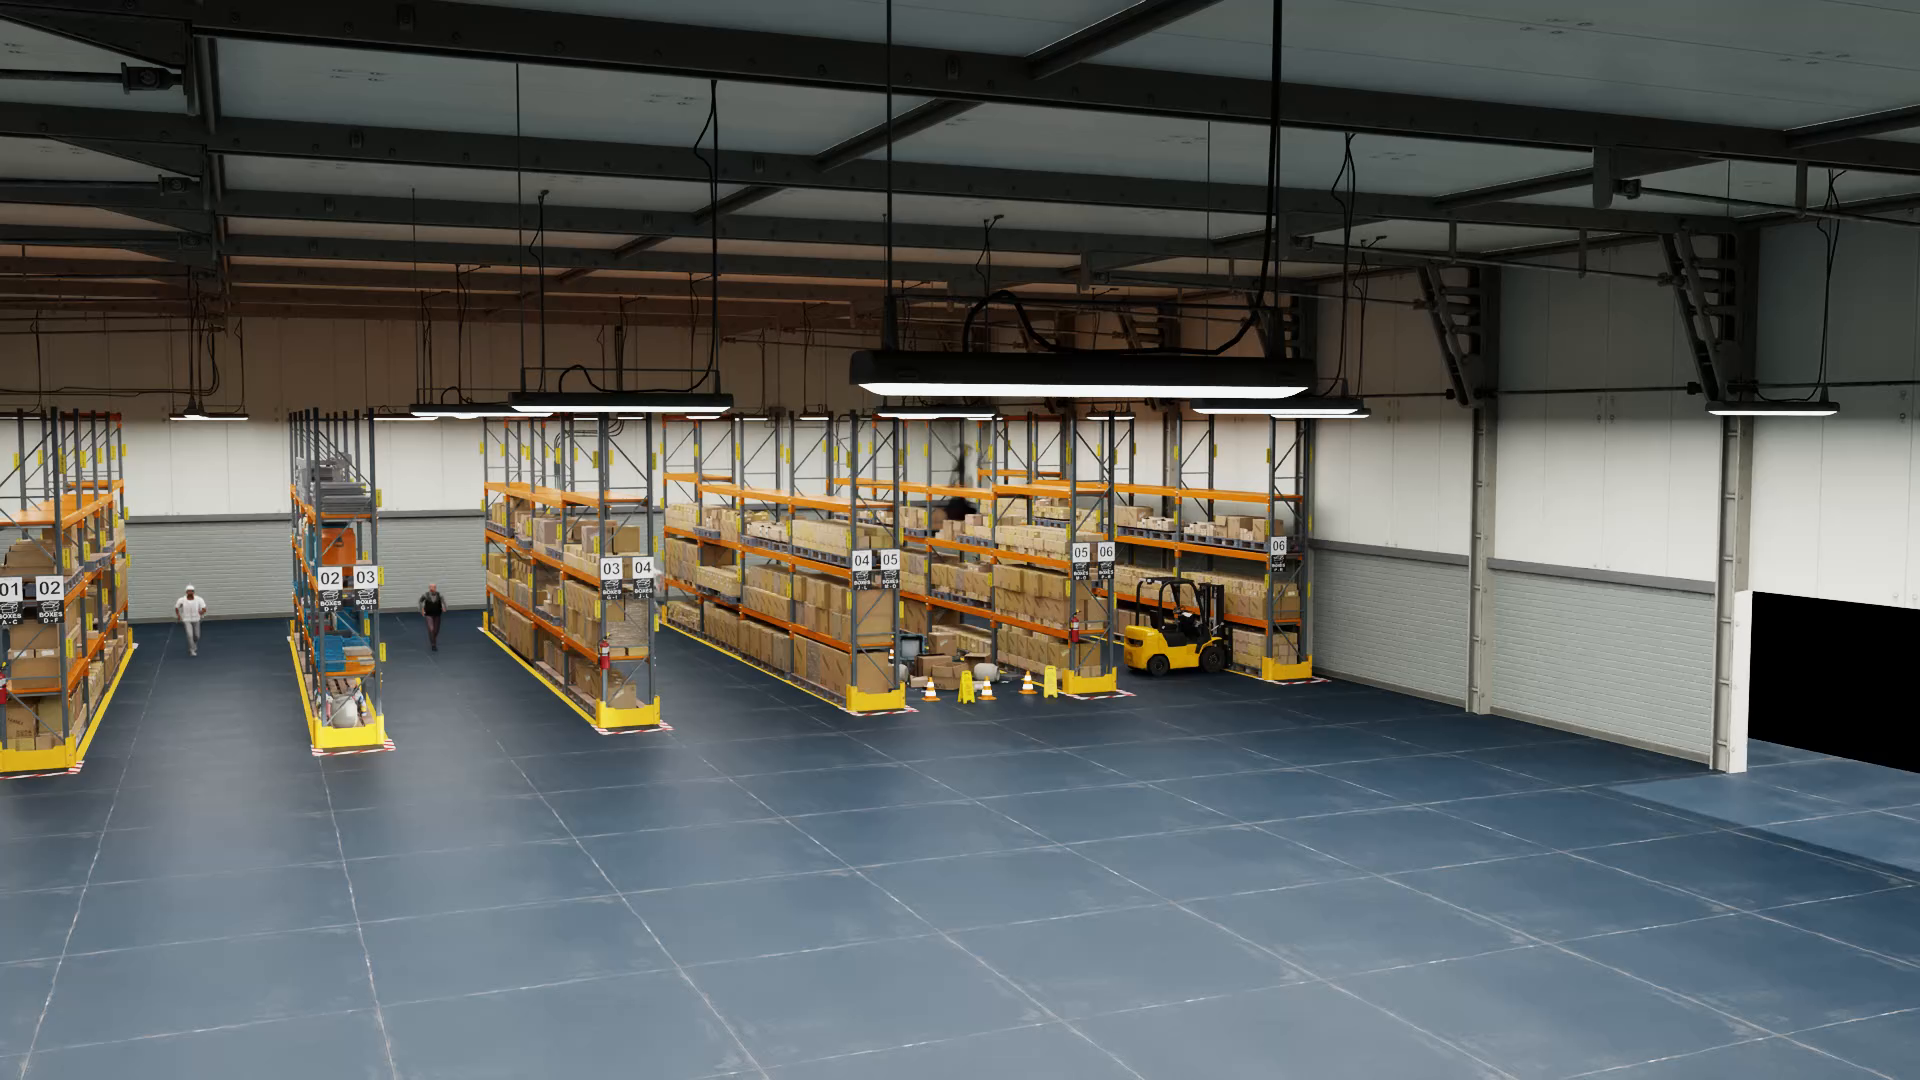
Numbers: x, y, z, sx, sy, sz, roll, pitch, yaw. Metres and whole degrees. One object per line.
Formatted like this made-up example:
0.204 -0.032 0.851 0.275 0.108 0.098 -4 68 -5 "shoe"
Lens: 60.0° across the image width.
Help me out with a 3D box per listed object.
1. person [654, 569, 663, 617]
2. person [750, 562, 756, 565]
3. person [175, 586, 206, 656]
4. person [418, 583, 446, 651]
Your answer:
-9.034 1.461 48.625 0.842 1.821 0.672 -4 5 -42 "person"
-5.815 1.541 47.288 0.649 1.781 0.970 -2 5 -29 "person"
-18.968 1.983 41.018 0.703 1.735 0.747 -2 5 -30 "person"
-13.396 1.928 42.210 0.645 1.707 0.882 -2 5 -29 "person"
